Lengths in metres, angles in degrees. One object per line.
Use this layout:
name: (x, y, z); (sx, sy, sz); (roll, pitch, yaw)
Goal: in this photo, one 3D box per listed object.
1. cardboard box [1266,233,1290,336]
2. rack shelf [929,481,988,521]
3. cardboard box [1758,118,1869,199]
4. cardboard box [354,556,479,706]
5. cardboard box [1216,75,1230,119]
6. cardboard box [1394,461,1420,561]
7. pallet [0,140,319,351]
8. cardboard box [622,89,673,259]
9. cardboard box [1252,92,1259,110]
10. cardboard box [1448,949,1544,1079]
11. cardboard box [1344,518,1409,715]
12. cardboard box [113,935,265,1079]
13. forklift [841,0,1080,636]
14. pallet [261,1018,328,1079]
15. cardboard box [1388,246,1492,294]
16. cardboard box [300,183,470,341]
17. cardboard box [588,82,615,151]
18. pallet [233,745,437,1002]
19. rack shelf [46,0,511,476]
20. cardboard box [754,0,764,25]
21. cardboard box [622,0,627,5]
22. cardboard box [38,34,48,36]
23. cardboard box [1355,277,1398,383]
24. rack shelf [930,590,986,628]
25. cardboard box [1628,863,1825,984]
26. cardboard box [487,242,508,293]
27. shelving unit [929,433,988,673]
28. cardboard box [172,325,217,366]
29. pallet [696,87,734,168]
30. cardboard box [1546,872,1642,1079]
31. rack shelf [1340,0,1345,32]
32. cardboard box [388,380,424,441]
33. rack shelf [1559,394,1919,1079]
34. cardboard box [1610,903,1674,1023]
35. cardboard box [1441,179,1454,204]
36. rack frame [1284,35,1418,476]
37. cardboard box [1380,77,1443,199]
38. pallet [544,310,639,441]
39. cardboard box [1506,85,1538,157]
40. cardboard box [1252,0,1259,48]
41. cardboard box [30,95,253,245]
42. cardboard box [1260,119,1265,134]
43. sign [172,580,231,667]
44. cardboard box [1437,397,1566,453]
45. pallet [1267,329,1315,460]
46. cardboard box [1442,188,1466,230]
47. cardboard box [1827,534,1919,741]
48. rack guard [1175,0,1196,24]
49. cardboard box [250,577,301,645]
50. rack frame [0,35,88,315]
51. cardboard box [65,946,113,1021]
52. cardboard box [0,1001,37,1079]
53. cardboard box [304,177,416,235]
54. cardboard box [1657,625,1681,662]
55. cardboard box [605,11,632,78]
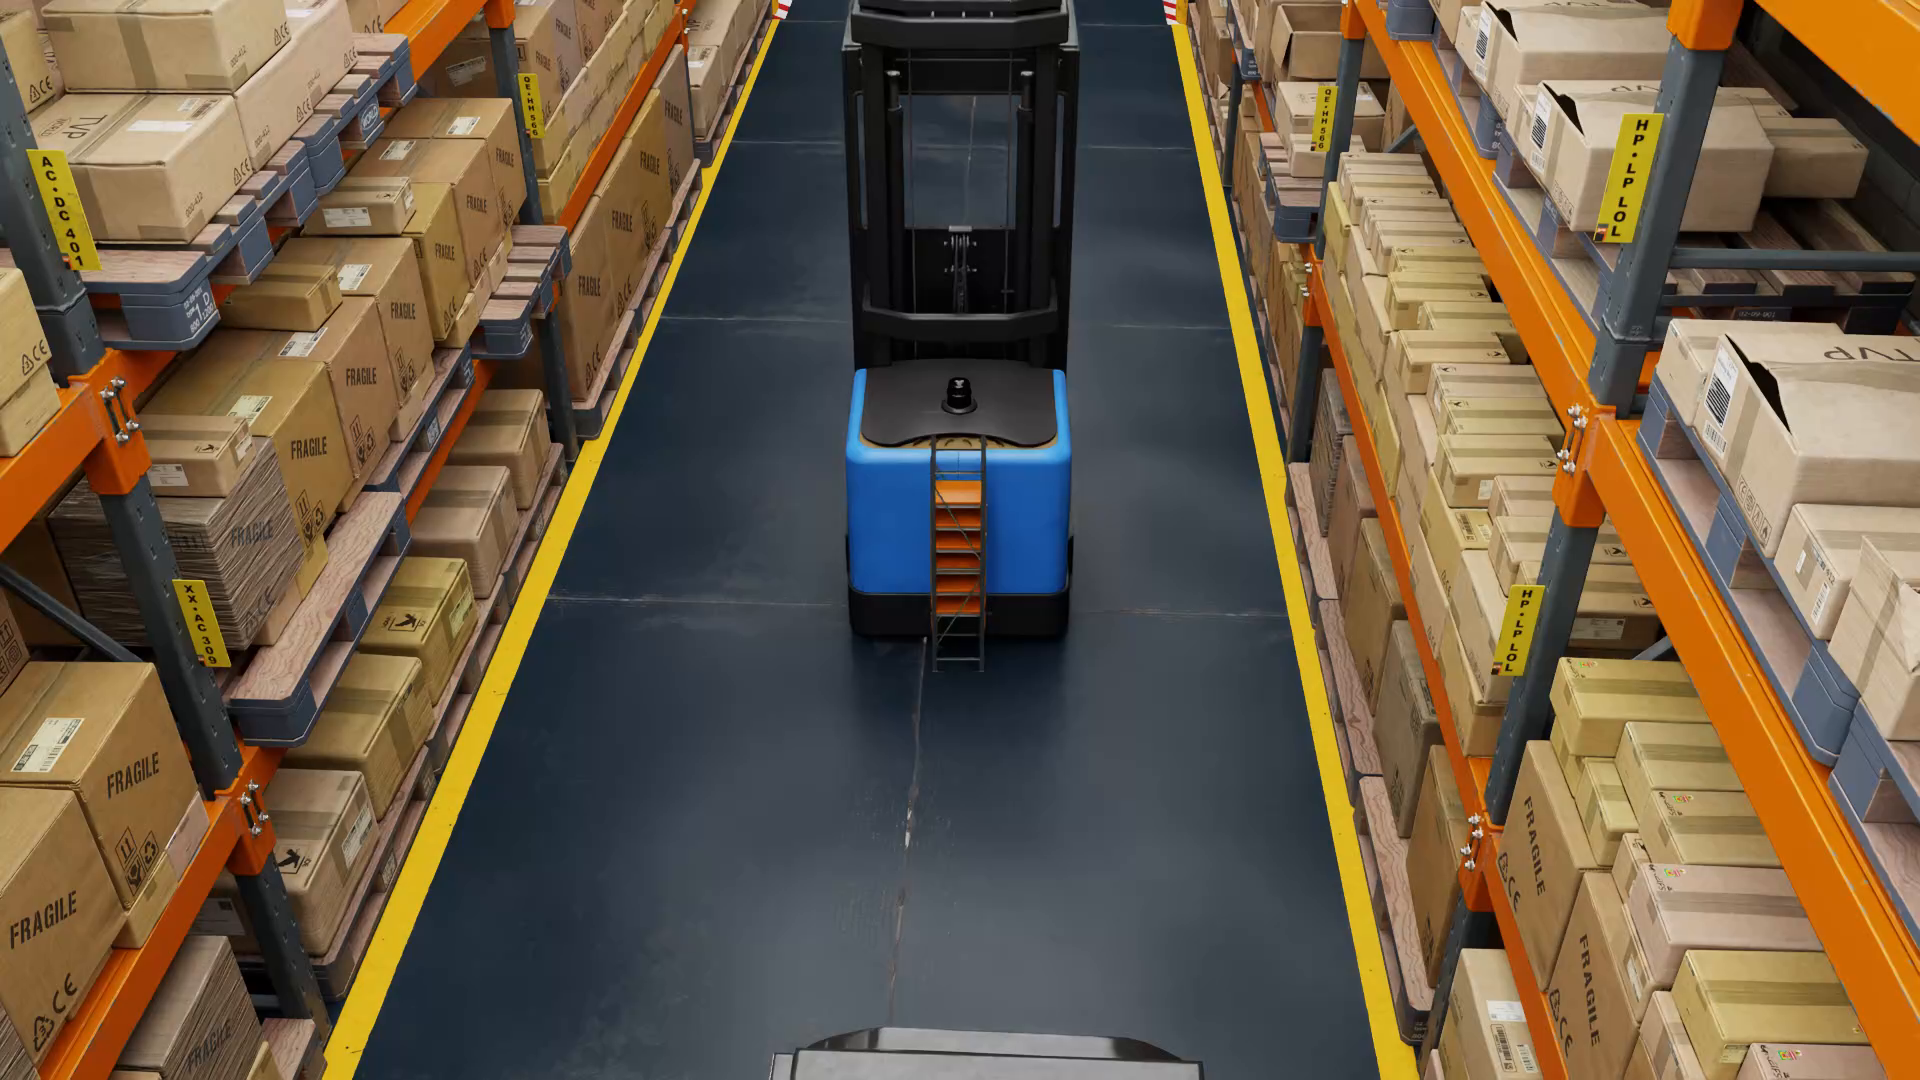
cardboard box: (2.158, -1.573, 10.134); (0.500, 0.500, 0.500); (3, 35, 4)
rack shelf: (-0.007, -0.179, 7.358); (0.258, 0.103, 0.180); (0, 35, 0)
cardboard box: (2.377, -1.110, 4.824); (0.380, 0.149, 0.250); (1, 35, 2)
cardboard box: (-2.743, 0.387, 7.456); (0.950, 0.372, 0.625); (2, 35, 3)
cardboard box: (2.211, -3.471, 13.039); (0.396, 0.266, 0.258); (3, 35, 4)
cardboard box: (1.970, -0.097, 6.356); (0.500, 0.250, 0.500); (2, 35, 2)
pallet: (-2.682, -0.905, 4.929); (1.213, 0.211, 1.003); (1, 35, 2)
cardboard box: (-2.466, -2.424, 11.018); (0.875, 0.875, 0.875); (2, 35, 3)
cardboard box: (2.225, -3.072, 11.444); (0.380, 0.149, 0.250); (0, 35, 0)
cardboard box: (1.813, 1.525, 5.074); (0.500, 0.250, 0.500); (1, 35, 1)
cardboard box: (2.223, 0.332, 7.314); (0.875, 0.625, 0.625); (0, 35, 0)
cardboard box: (-2.569, 1.590, 5.198); (0.500, 0.500, 0.500); (1, 35, 1)
forklift: (0.005, -1.557, 8.362); (1.130, 2.935, 3.031); (0, 35, 0)
pallet: (-2.805, 2.125, 5.488); (1.003, 0.211, 1.213); (1, 35, 2)
cardboard box: (2.028, -1.121, 7.030); (0.380, 0.149, 0.250); (2, 35, 2)
cardboard box: (-2.422, -1.180, 7.055); (0.500, 0.500, 0.500); (-1, 35, -1)
cardboard box: (-2.352, -2.511, 9.790); (0.500, 0.250, 0.500); (2, 35, 3)
pallet: (-2.784, 1.291, 6.675); (1.003, 0.211, 1.213); (1, 35, 2)
rack shelf: (-2.733, -1.484, 6.216); (1.077, 0.370, 4.000); (1, 35, 2)
cardboard box: (-2.258, -5.039, 15.119); (0.875, 0.438, 0.875); (0, 35, 0)
cardboard box: (-2.313, -3.598, 10.250); (0.500, 0.500, 0.500); (2, 35, 3)
cardboard box: (-2.888, -1.662, 5.609); (0.500, 0.250, 0.500); (2, 35, 3)
cardboard box: (1.985, -0.894, 7.054); (0.500, 0.250, 0.500); (0, 35, 1)
rack shelf: (-0.007, 0.312, 7.703); (0.258, 0.103, 0.180); (0, 35, 0)
cardboard box: (1.803, 0.903, 3.892); (0.380, 0.149, 0.250); (2, 35, 3)
cardboard box: (-2.335, -1.274, 7.753); (0.380, 0.149, 0.250); (1, 35, 1)
shelving unit: (-0.007, 0.079, 7.539); (0.258, 1.200, 0.189); (0, 35, 0)
cardboard box: (-2.979, -0.589, 6.214); (0.500, 0.500, 0.500); (2, 35, 4)
pallet: (-2.383, -3.293, 13.197); (1.003, 0.211, 1.213); (1, 35, 2)
cardboard box: (1.863, 1.218, 4.267); (0.500, 0.500, 0.500); (2, 35, 3)
rack shelf: (2.387, -3.670, 9.326); (1.077, 0.370, 4.000); (1, 35, 2)
cardboard box: (-2.395, -0.530, 6.694); (0.380, 0.149, 0.250); (3, 35, 4)
rack shelf: (2.066, 0.926, 2.786); (1.077, 0.370, 4.000); (1, 35, 2)
cardboard box: (1.795, 1.020, 3.984); (0.380, 0.149, 0.250); (2, 35, 3)
cardboard box: (2.496, -1.703, 7.858); (0.380, 0.149, 0.250); (2, 35, 3)
rack frame: (2.307, -1.588, 8.346); (1.000, 3.000, 0.127); (1, 35, 2)
cardboard box: (2.484, -2.093, 8.612); (0.500, 0.500, 0.500); (3, 35, 4)
pallet: (-2.546, -1.011, 9.950); (1.003, 0.211, 1.213); (1, 35, 2)
cardboard box: (1.887, -1.266, 5.046); (0.380, 0.149, 0.250); (1, 35, 2)
cardboard box: (2.028, -3.213, 10.411); (0.396, 0.266, 0.258); (3, 35, 4)
cardboard box: (-2.389, -1.066, 4.761); (0.500, 0.250, 0.500); (0, 35, 1)
cardboard box: (2.255, -2.792, 11.304); (0.380, 0.149, 0.250); (0, 35, -1)
sign: (-2.271, 0.252, 4.976); (0.100, 0.325, 0.005); (1, 35, 2)
cardboard box: (1.944, -0.389, 5.989); (0.380, 0.149, 0.250); (1, 35, 1)
pallet: (2.375, -0.875, 9.757); (1.003, 0.211, 1.213); (1, 35, 2)
cardboard box: (2.567, -1.467, 7.869); (0.500, 0.250, 0.500); (2, 35, 3)
cardboard box: (1.783, 0.171, 2.900); (0.396, 0.266, 0.258); (1, 35, 1)
rack guard: (2.625, -5.118, 15.543); (1.175, 0.500, 0.348); (1, 35, 2)
cardboard box: (-2.476, 0.219, 5.629); (0.380, 0.149, 0.250); (2, 35, 3)
rack frame: (-2.813, -1.857, 3.511); (1.000, 3.000, 0.127); (1, 35, 2)
cardboard box: (-2.613, 1.184, 4.621); (0.380, 0.149, 0.250); (2, 35, 2)
cardboard box: (-2.613, 1.290, 3.905); (0.500, 0.500, 0.500); (2, 35, 3)
cardboard box: (-2.437, -1.354, 6.738); (0.380, 0.149, 0.250); (0, 35, 0)
cardboard box: (2.423, 0.282, 5.382); (0.500, 0.250, 0.500); (1, 35, 1)
cardboard box: (-2.298, -3.003, 10.056); (0.500, 0.250, 0.500); (2, 35, 3)
